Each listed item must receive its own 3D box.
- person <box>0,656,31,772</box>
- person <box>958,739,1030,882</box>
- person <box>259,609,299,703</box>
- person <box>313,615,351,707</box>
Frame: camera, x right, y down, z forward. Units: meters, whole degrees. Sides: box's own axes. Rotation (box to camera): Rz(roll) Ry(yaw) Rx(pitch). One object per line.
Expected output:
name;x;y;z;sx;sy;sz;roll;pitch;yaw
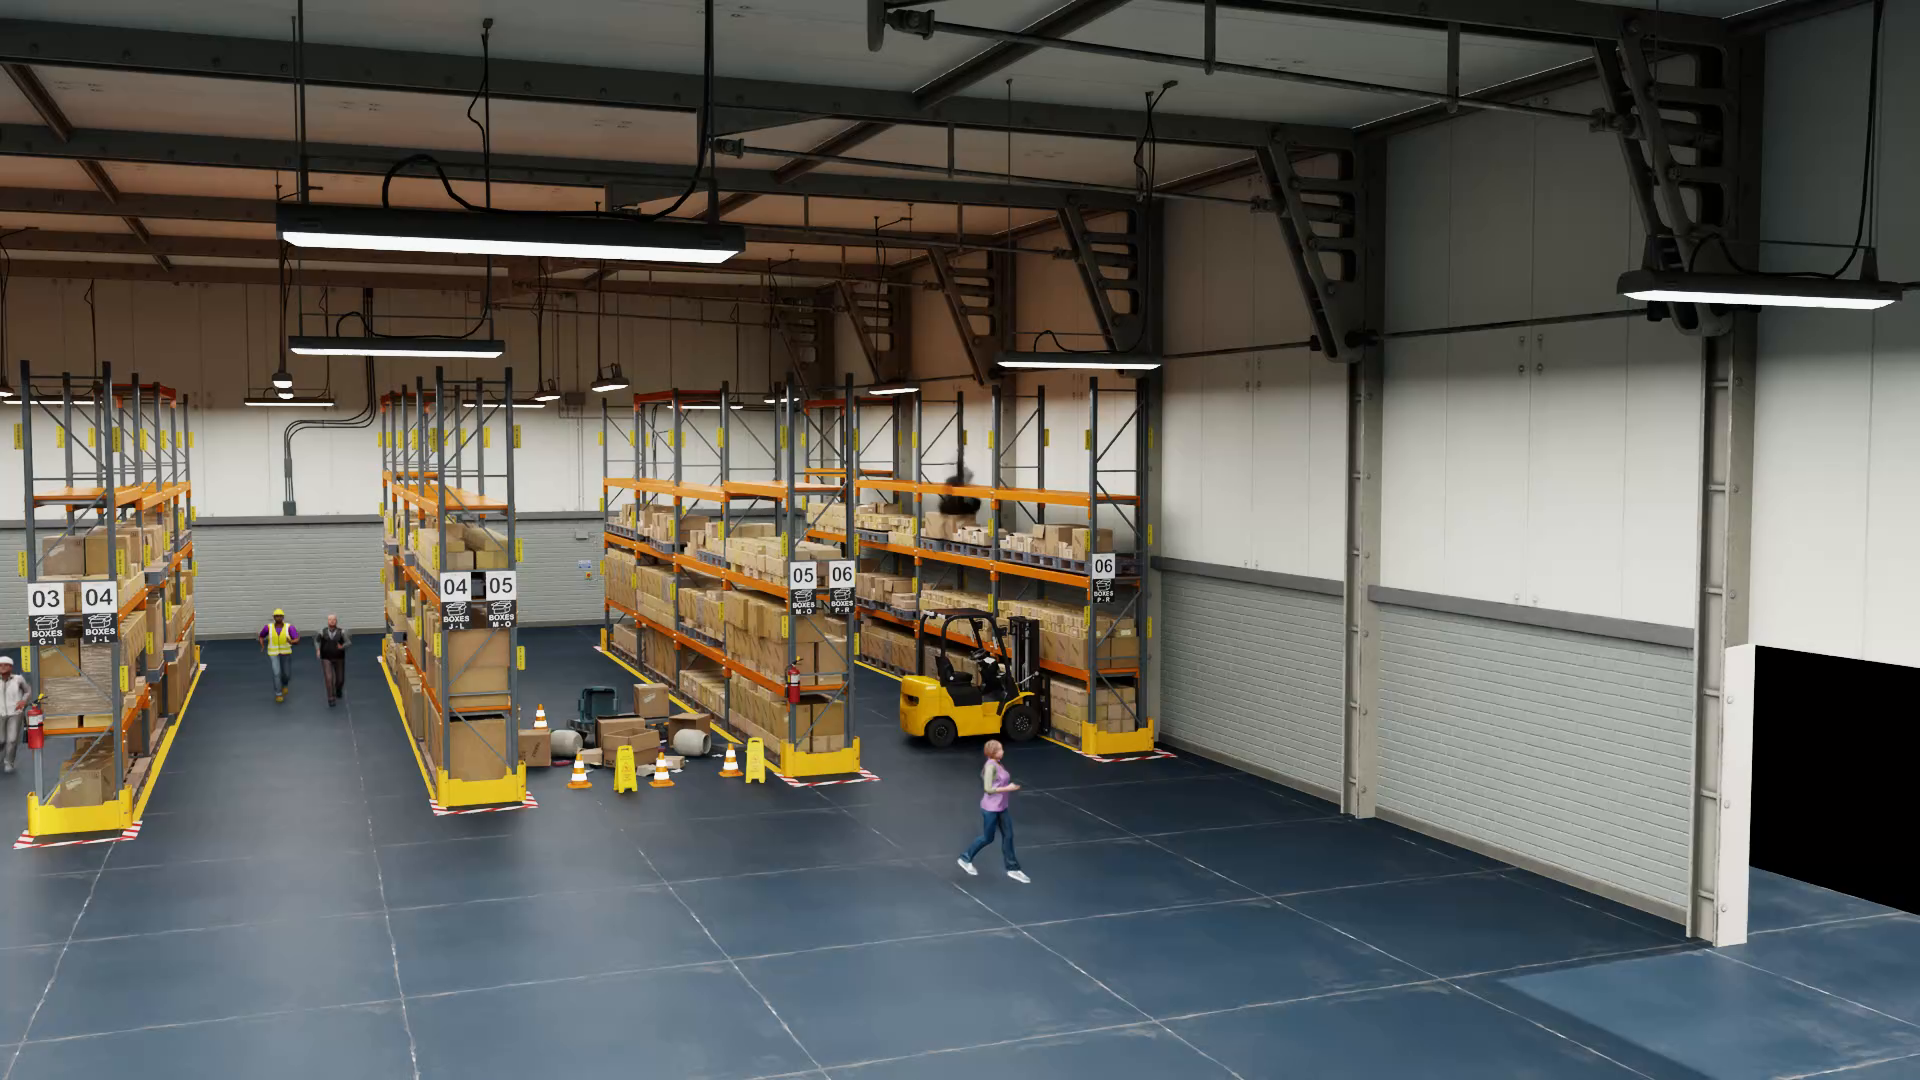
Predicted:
person;-14.411;2.627;25.185;0.656;1.746;0.627;-2;4;-24
person;0.377;3.094;18.764;0.838;1.512;0.531;1;4;21
person;-13.035;2.195;31.858;0.710;1.745;0.968;-2;4;-26
person;-11.830;2.266;31.361;0.668;1.689;0.897;-1;4;-23
